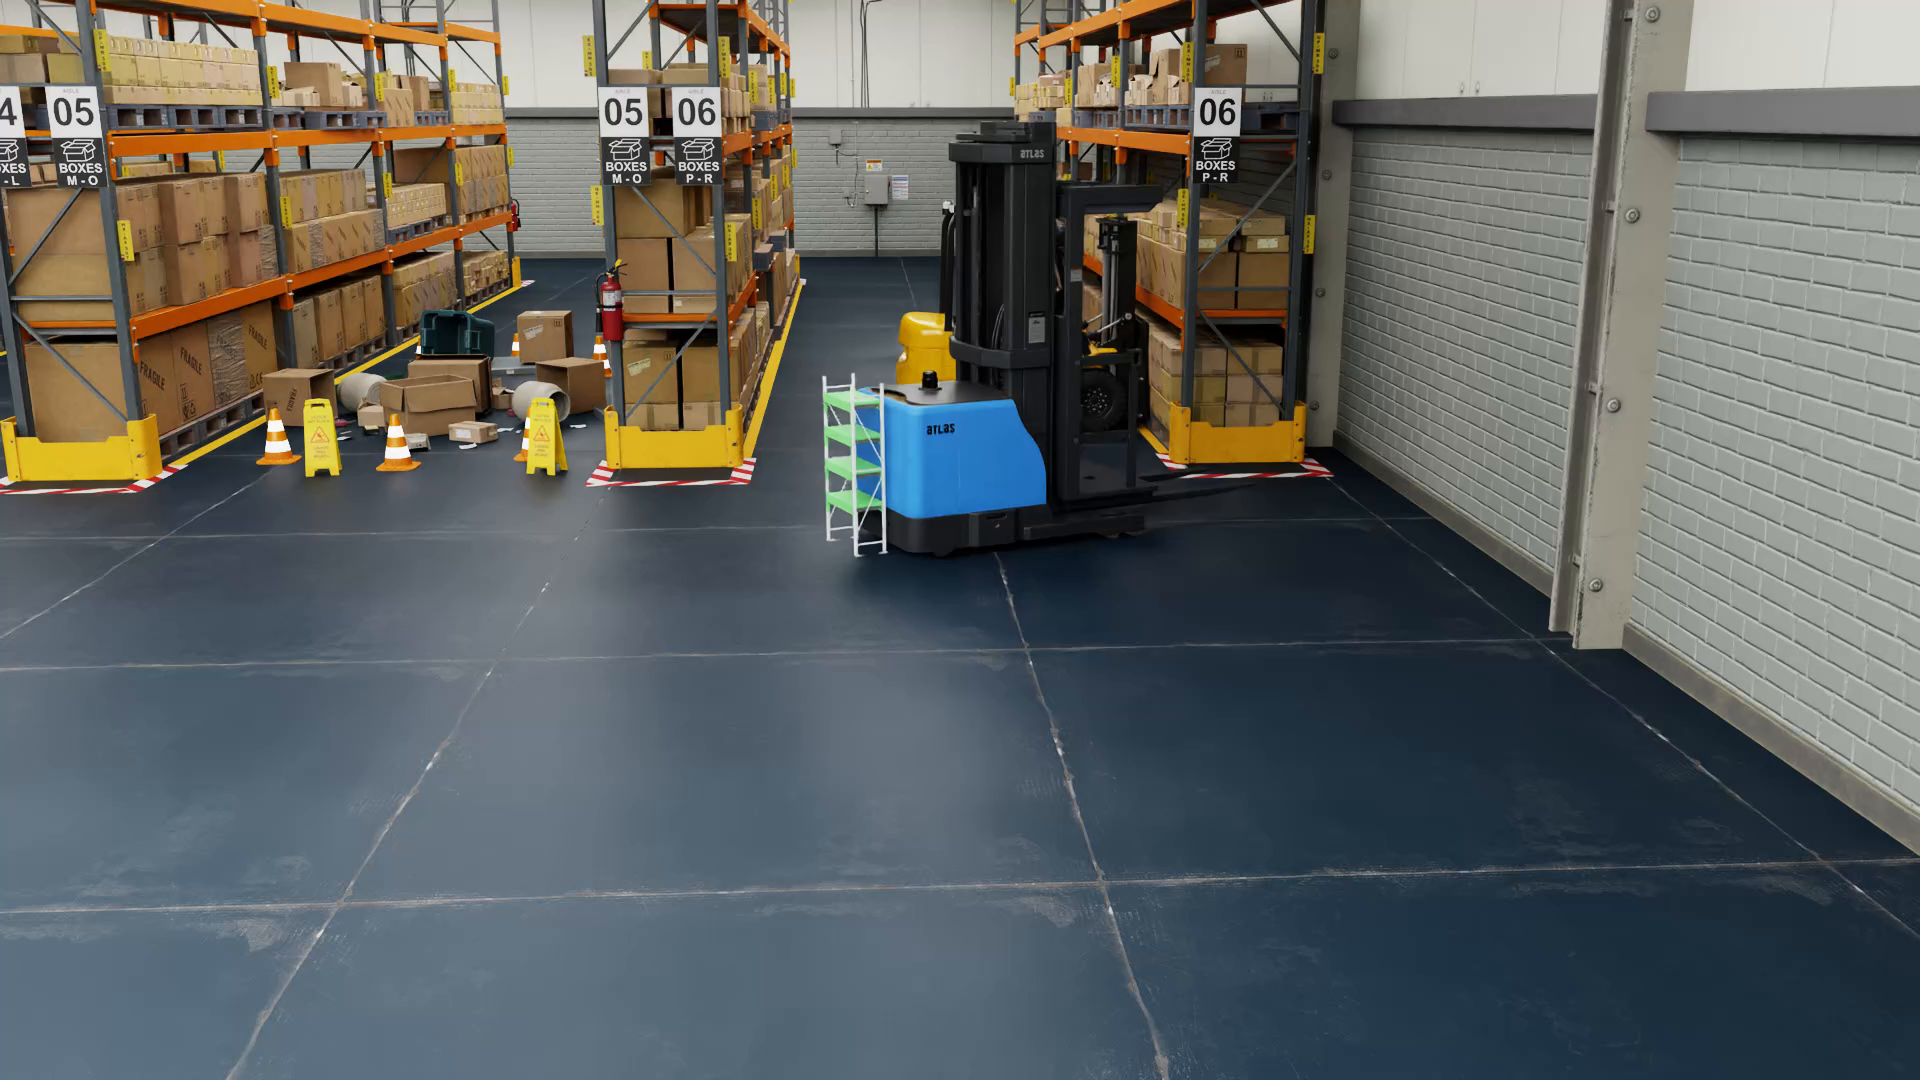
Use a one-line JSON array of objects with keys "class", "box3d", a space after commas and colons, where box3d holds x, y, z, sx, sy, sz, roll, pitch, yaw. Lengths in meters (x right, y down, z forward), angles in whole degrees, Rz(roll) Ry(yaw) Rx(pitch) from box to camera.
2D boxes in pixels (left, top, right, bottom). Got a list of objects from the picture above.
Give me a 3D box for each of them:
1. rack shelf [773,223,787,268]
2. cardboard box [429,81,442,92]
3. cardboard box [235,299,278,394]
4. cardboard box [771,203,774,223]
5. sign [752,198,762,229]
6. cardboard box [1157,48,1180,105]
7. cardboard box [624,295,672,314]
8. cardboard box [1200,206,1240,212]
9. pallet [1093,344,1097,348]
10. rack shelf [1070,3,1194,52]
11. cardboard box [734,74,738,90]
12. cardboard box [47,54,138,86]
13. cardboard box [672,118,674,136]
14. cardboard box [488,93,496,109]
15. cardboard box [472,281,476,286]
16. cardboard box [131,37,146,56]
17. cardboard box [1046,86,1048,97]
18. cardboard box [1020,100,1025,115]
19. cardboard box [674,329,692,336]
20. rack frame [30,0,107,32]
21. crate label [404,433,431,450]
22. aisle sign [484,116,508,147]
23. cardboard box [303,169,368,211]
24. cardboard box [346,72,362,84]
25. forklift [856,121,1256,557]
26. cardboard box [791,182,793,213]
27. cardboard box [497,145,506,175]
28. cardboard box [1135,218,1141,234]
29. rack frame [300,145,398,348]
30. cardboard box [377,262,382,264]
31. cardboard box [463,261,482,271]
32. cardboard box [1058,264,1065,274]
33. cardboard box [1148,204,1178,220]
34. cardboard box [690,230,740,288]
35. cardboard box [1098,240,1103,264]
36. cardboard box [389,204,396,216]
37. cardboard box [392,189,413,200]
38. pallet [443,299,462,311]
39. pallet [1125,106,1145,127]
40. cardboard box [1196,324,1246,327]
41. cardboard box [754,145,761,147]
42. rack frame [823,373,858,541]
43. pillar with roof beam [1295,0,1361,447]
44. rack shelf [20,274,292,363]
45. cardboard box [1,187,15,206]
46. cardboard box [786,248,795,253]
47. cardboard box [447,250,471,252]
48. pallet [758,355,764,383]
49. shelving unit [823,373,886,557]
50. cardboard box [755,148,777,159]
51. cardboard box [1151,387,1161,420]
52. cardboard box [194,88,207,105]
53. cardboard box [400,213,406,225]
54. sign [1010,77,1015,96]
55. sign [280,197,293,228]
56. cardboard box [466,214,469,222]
[{"class": "rack shelf", "box3d": [-3.111, -4.242, 23.936, 1.077, 0.370, 4.000, -1, 14, -3]}, {"class": "cardboard box", "box3d": [-7.946, -6.877, 25.214, 0.380, 0.149, 0.250, -1, 14, -4]}, {"class": "cardboard box", "box3d": [-7.705, -2.013, 17.253, 0.875, 0.875, 0.875, -1, 14, -3]}, {"class": "cardboard box", "box3d": [-2.772, -4.392, 22.374, 0.500, 0.250, 0.500, -1, 14, -4]}, {"class": "sign", "box3d": [-2.199, -3.527, 17.979, 0.100, 0.325, 0.005, -1, 14, -3]}, {"class": "cardboard box", "box3d": [2.228, -4.296, 15.440, 0.700, 0.500, 0.500, -1, 14, -3]}, {"class": "cardboard box", "box3d": [-2.729, -2.071, 14.560, 0.380, 0.149, 0.250, 0, 14, -2]}, {"class": "cardboard box", "box3d": [2.567, -3.225, 16.441, 0.380, 0.149, 0.250, 0, 14, -2]}, {"class": "pallet", "box3d": [2.051, -2.312, 20.588, 1.003, 0.211, 1.213, -1, 14, -3]}, {"class": "rack shelf", "box3d": [2.090, -6.036, 19.673, 1.077, 0.370, 4.000, -1, 14, -3]}, {"class": "cardboard box", "box3d": [-2.311, -4.356, 15.819, 0.380, 0.149, 0.250, -1, 14, -3]}, {"class": "cardboard box", "box3d": [-7.200, -3.901, 13.811, 0.500, 0.250, 0.500, -1, 14, -4]}, {"class": "cardboard box", "box3d": [-2.294, -3.586, 14.427, 0.380, 0.149, 0.250, -1, 14, -5]}, {"class": "cardboard box", "box3d": [-8.102, -7.365, 27.910, 0.500, 0.250, 0.500, -1, 14, -5]}, {"class": "cardboard box", "box3d": [-8.021, -4.094, 26.796, 0.380, 0.149, 0.250, -1, 14, -5]}, {"class": "cardboard box", "box3d": [-7.160, -4.184, 14.110, 0.380, 0.149, 0.250, -1, 14, -4]}, {"class": "cardboard box", "box3d": [1.448, -6.491, 24.080, 0.380, 0.149, 0.250, -1, 14, -3]}, {"class": "cardboard box", "box3d": [1.297, -7.316, 28.125, 0.500, 0.250, 0.500, -1, 14, -5]}, {"class": "cardboard box", "box3d": [-2.862, -1.789, 16.129, 0.500, 0.500, 0.500, -1, 14, -5]}, {"class": "rack frame", "box3d": [-13.126, -7.840, 24.438, 1.000, 3.000, 0.127, -1, 14, -3]}, {"class": "crate label", "box3d": [-5.003, -0.897, 15.236, 0.250, 0.136, 0.298, -9, 17, -32]}, {"class": "aisle sign", "box3d": [-8.122, -7.263, 29.016, 0.394, 0.787, 0.004, -1, 14, -3]}, {"class": "cardboard box", "box3d": [-7.904, -4.412, 20.947, 0.700, 0.500, 0.500, -1, 14, -4]}, {"class": "cardboard box", "box3d": [-8.306, -6.279, 22.654, 0.396, 0.266, 0.258, -1, 14, -3]}, {"class": "forklift", "box3d": [0.782, -1.538, 12.123, 3.031, 2.935, 1.130, -7, 16, -26]}, {"class": "cardboard box", "box3d": [-3.189, -6.015, 29.183, 0.500, 0.500, 0.500, -1, 14, -3]}, {"class": "cardboard box", "box3d": [-8.141, -6.547, 28.650, 0.500, 0.500, 0.500, -1, 14, -5]}, {"class": "cardboard box", "box3d": [1.989, -3.198, 16.934, 0.380, 0.149, 0.250, -1, 14, -4]}, {"class": "rack frame", "box3d": [-7.922, -3.991, 21.519, 1.000, 3.000, 0.127, -1, 14, -3]}, {"class": "cardboard box", "box3d": [-8.284, -3.765, 23.309, 0.500, 0.250, 0.500, -1, 14, -2]}, {"class": "cardboard box", "box3d": [-7.980, -4.446, 26.972, 0.380, 0.149, 0.250, -1, 14, -2]}, {"class": "cardboard box", "box3d": [1.629, -3.926, 24.139, 0.380, 0.149, 0.250, -2, 15, -6]}, {"class": "cardboard box", "box3d": [2.097, -3.279, 16.652, 0.380, 0.149, 0.250, -1, 14, -4]}, {"class": "cardboard box", "box3d": [-2.280, -2.546, 15.106, 0.500, 0.500, 0.500, 0, 14, -2]}, {"class": "cardboard box", "box3d": [1.885, -3.349, 19.324, 0.500, 0.250, 0.500, -1, 14, -4]}, {"class": "cardboard box", "box3d": [-7.770, -4.408, 22.202, 0.380, 0.149, 0.250, 0, 14, -1]}, {"class": "cardboard box", "box3d": [-7.840, -4.806, 23.152, 0.380, 0.149, 0.250, 0, 14, -2]}, {"class": "pallet", "box3d": [-8.120, -3.442, 24.980, 1.003, 0.211, 1.213, -1, 14, -3]}, {"class": "pallet", "box3d": [2.293, -4.374, 17.163, 1.003, 0.211, 1.213, -1, 14, -3]}, {"class": "cardboard box", "box3d": [2.541, -2.035, 16.586, 0.500, 0.250, 0.500, -1, 14, -5]}, {"class": "cardboard box", "box3d": [-3.650, -6.772, 28.819, 0.380, 0.149, 0.250, -1, 14, -2]}, {"class": "rack frame", "box3d": [-0.852, -0.586, 11.892, 0.240, 1.200, 0.015, -8, 16, -26]}, {"class": "pillar with roof beam", "box3d": [-0.978, -5.207, 14.203, 9.100, 9.000, 0.400, -1, 14, -3]}, {"class": "rack shelf", "box3d": [-7.550, -2.151, 15.809, 1.077, 0.370, 4.000, -1, 14, -3]}, {"class": "cardboard box", "box3d": [-12.908, -4.656, 21.889, 0.797, 0.503, 0.637, 0, 14, -2]}, {"class": "cardboard box", "box3d": [-3.342, -4.882, 29.281, 0.875, 0.438, 0.875, -1, 14, -5]}, {"class": "cardboard box", "box3d": [-8.724, -4.956, 28.953, 0.380, 0.149, 0.250, -2, 15, -6]}, {"class": "pallet", "box3d": [-2.789, -1.941, 19.147, 1.003, 0.211, 1.213, -1, 14, -3]}, {"class": "shelving unit", "box3d": [-0.741, -0.532, 11.681, 0.258, 1.200, 0.503, -8, 16, -26]}, {"class": "cardboard box", "box3d": [-2.996, -6.017, 25.883, 0.380, 0.149, 0.250, -1, 14, -4]}, {"class": "cardboard box", "box3d": [2.096, -1.288, 15.689, 0.500, 0.250, 0.500, -1, 14, -3]}, {"class": "cardboard box", "box3d": [-7.237, -4.114, 15.437, 0.380, 0.149, 0.250, -1, 14, -4]}, {"class": "cardboard box", "box3d": [-7.800, -4.388, 22.723, 0.380, 0.149, 0.250, 0, 14, -1]}, {"class": "sign", "box3d": [0.929, -8.027, 29.432, 0.100, 0.325, 0.005, -1, 14, -3]}, {"class": "sign", "box3d": [-7.120, -3.463, 17.569, 0.100, 0.325, 0.005, -1, 14, -3]}, {"class": "cardboard box", "box3d": [-8.031, -5.136, 26.472, 0.380, 0.149, 0.250, -2, 15, -6]}]
